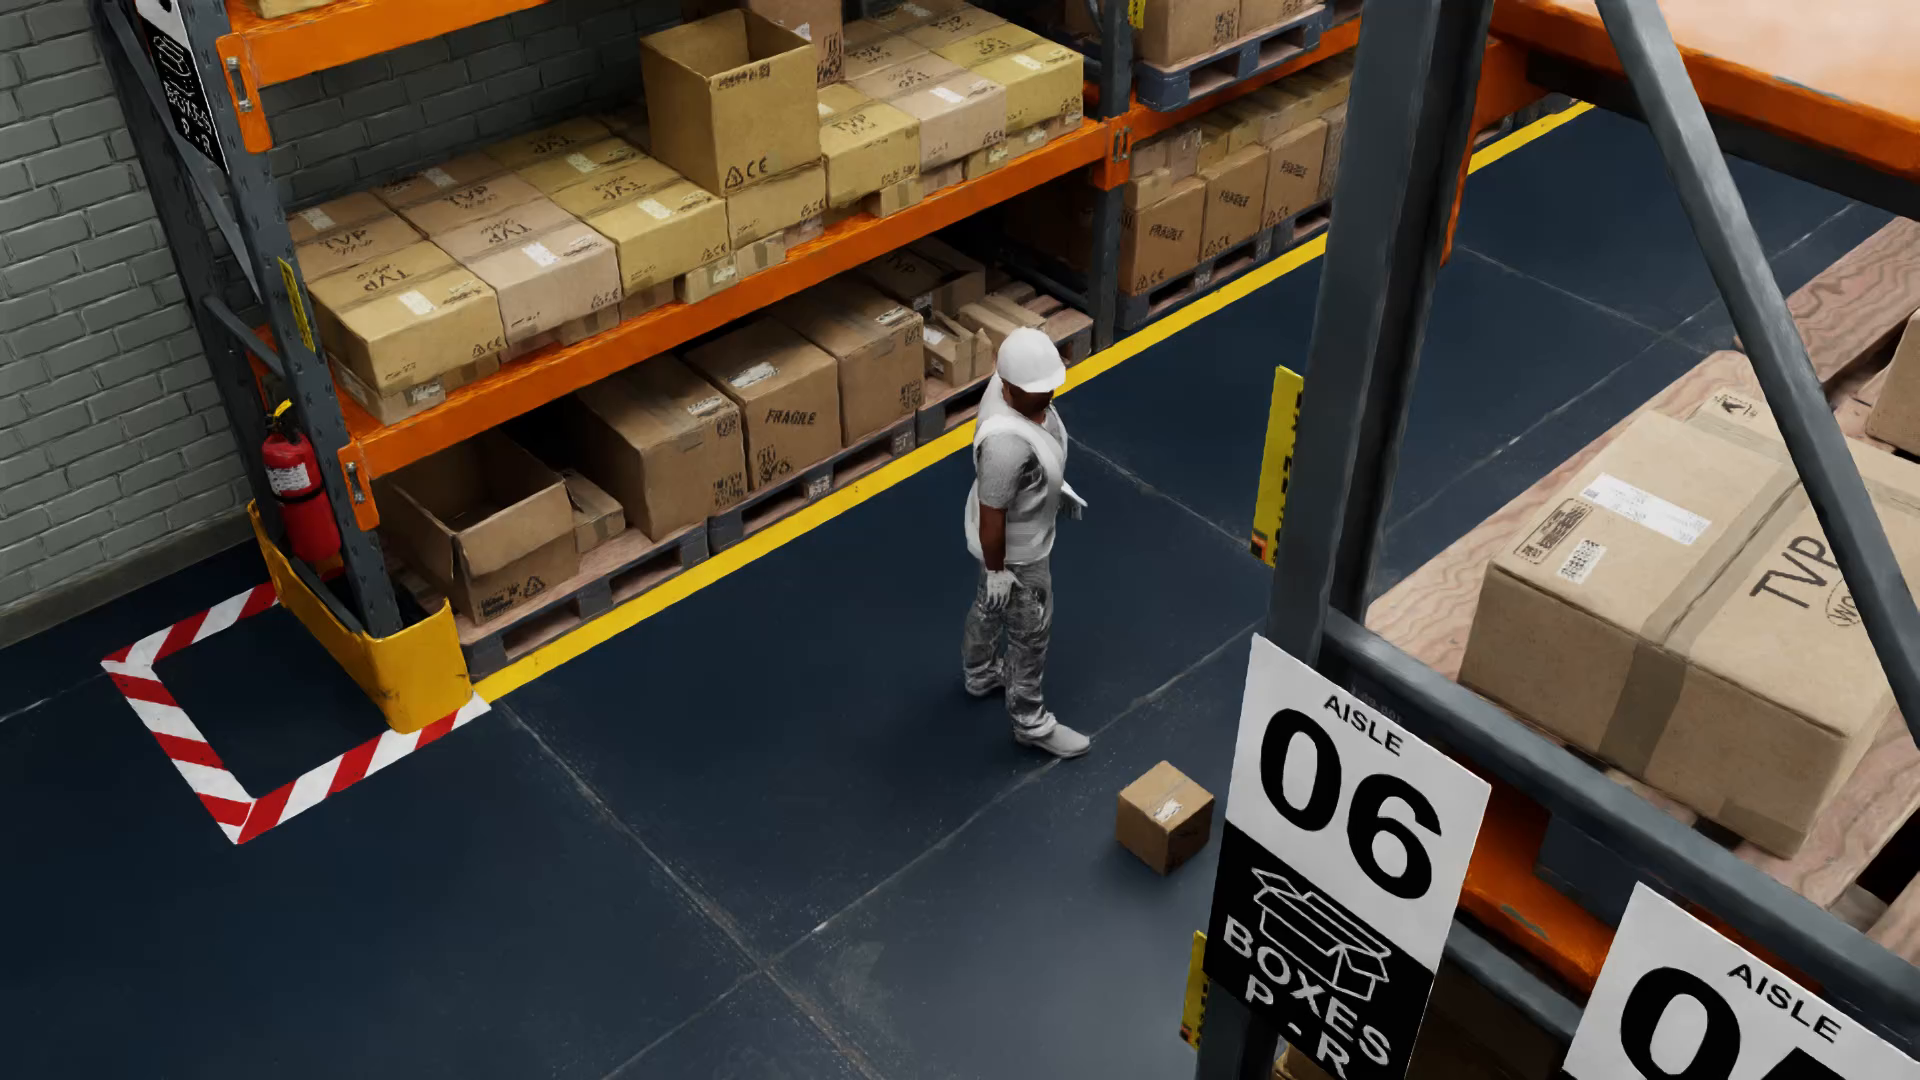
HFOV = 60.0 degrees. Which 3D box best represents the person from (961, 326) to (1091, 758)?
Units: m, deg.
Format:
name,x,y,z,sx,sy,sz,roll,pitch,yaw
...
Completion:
name,x,y,z,sx,sy,sz,roll,pitch,yaw
person,0.258,-0.026,6.137,0.505,1.796,0.593,0,39,0
